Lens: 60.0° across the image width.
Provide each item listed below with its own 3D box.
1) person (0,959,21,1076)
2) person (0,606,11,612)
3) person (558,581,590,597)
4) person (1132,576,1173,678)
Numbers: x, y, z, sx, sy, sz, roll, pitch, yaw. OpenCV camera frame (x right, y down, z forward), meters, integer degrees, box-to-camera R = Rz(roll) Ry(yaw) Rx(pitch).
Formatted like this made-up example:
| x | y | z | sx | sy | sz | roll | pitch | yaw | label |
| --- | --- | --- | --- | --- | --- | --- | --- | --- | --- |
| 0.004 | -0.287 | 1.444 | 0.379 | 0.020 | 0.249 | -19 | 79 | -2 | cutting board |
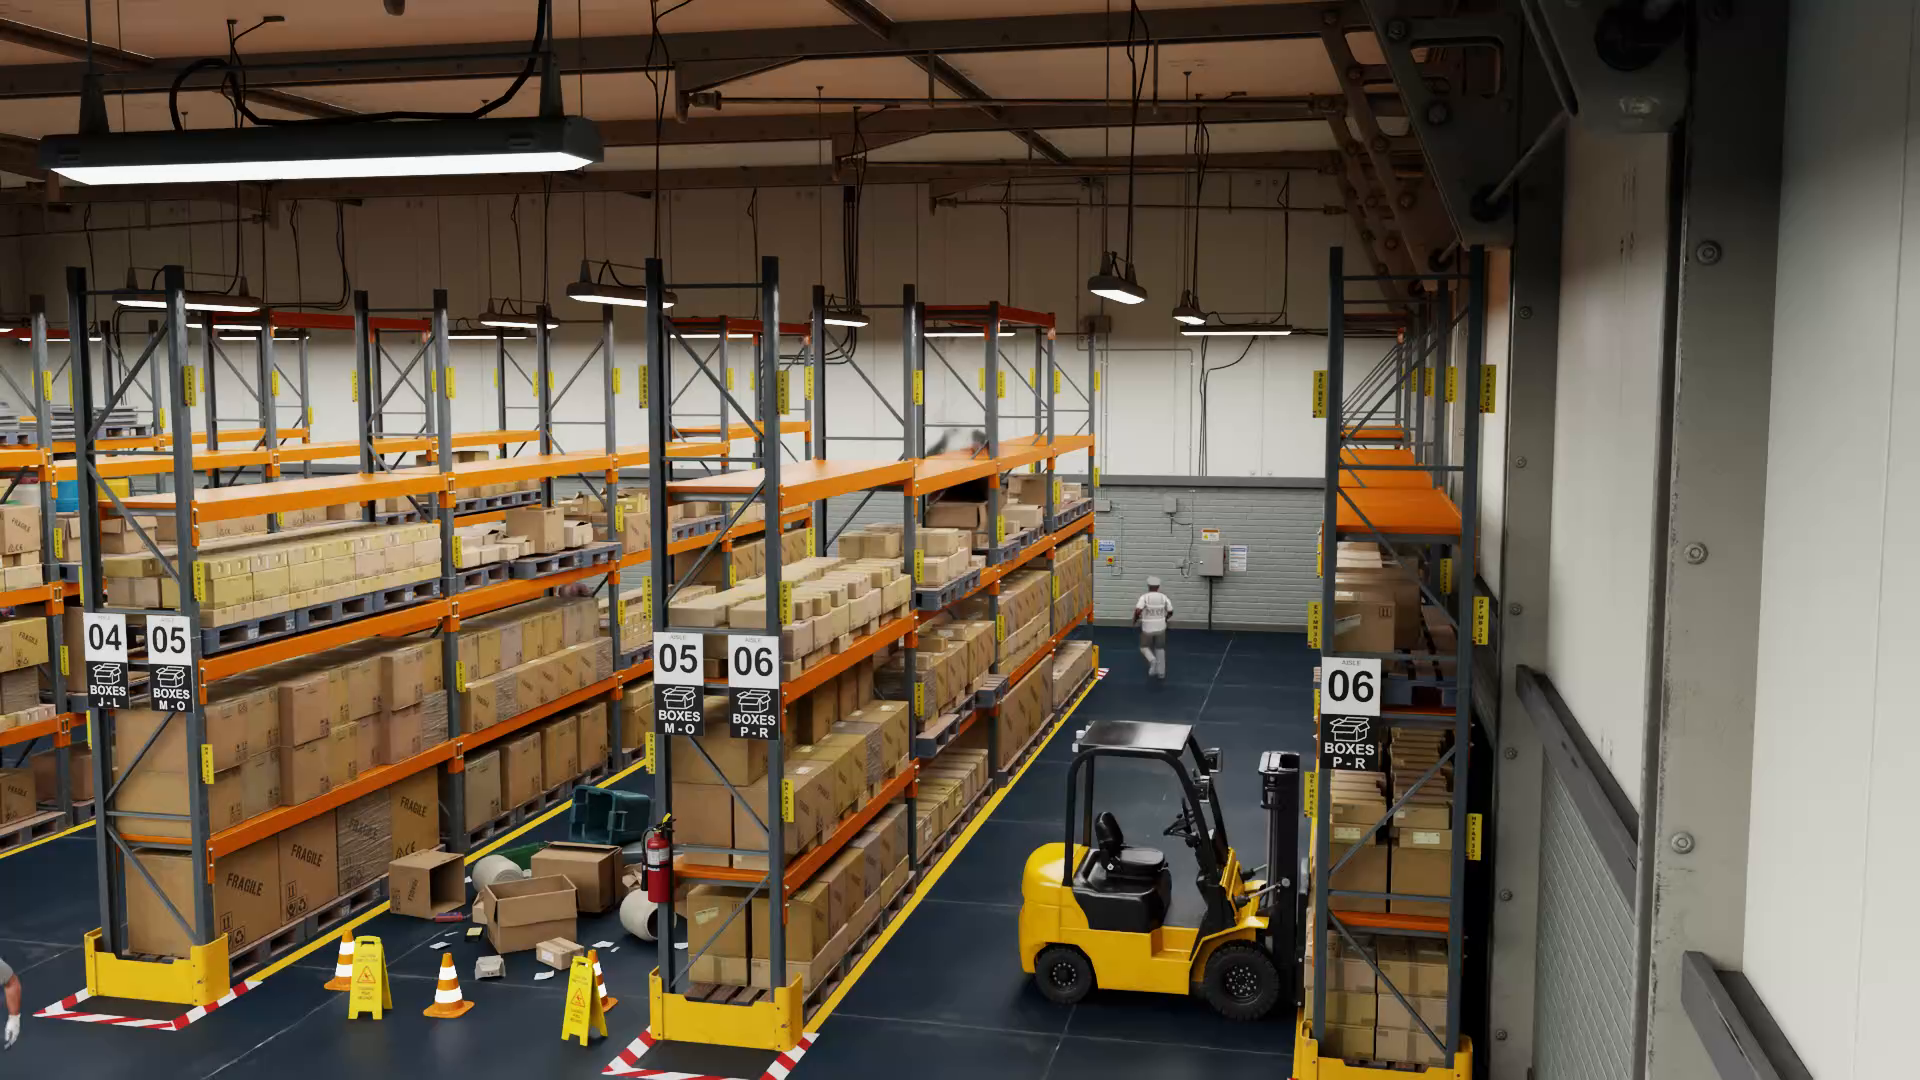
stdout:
| x | y | z | sx | sy | sz | roll | pitch | yaw | label |
| --- | --- | --- | --- | --- | --- | --- | --- | --- | --- |
| -6.384 | 3.250 | 10.634 | 0.697 | 1.738 | 0.722 | -4 | 7 | -32 | person |
| -16.062 | 1.530 | 28.138 | 0.623 | 1.619 | 0.550 | 1 | 6 | 11 | person |
| -6.682 | 1.406 | 28.667 | 0.704 | 1.825 | 0.785 | 1 | 6 | 11 | person |
| 3.233 | 1.480 | 28.038 | 0.693 | 1.731 | 0.532 | -1 | 6 | -6 | person |
